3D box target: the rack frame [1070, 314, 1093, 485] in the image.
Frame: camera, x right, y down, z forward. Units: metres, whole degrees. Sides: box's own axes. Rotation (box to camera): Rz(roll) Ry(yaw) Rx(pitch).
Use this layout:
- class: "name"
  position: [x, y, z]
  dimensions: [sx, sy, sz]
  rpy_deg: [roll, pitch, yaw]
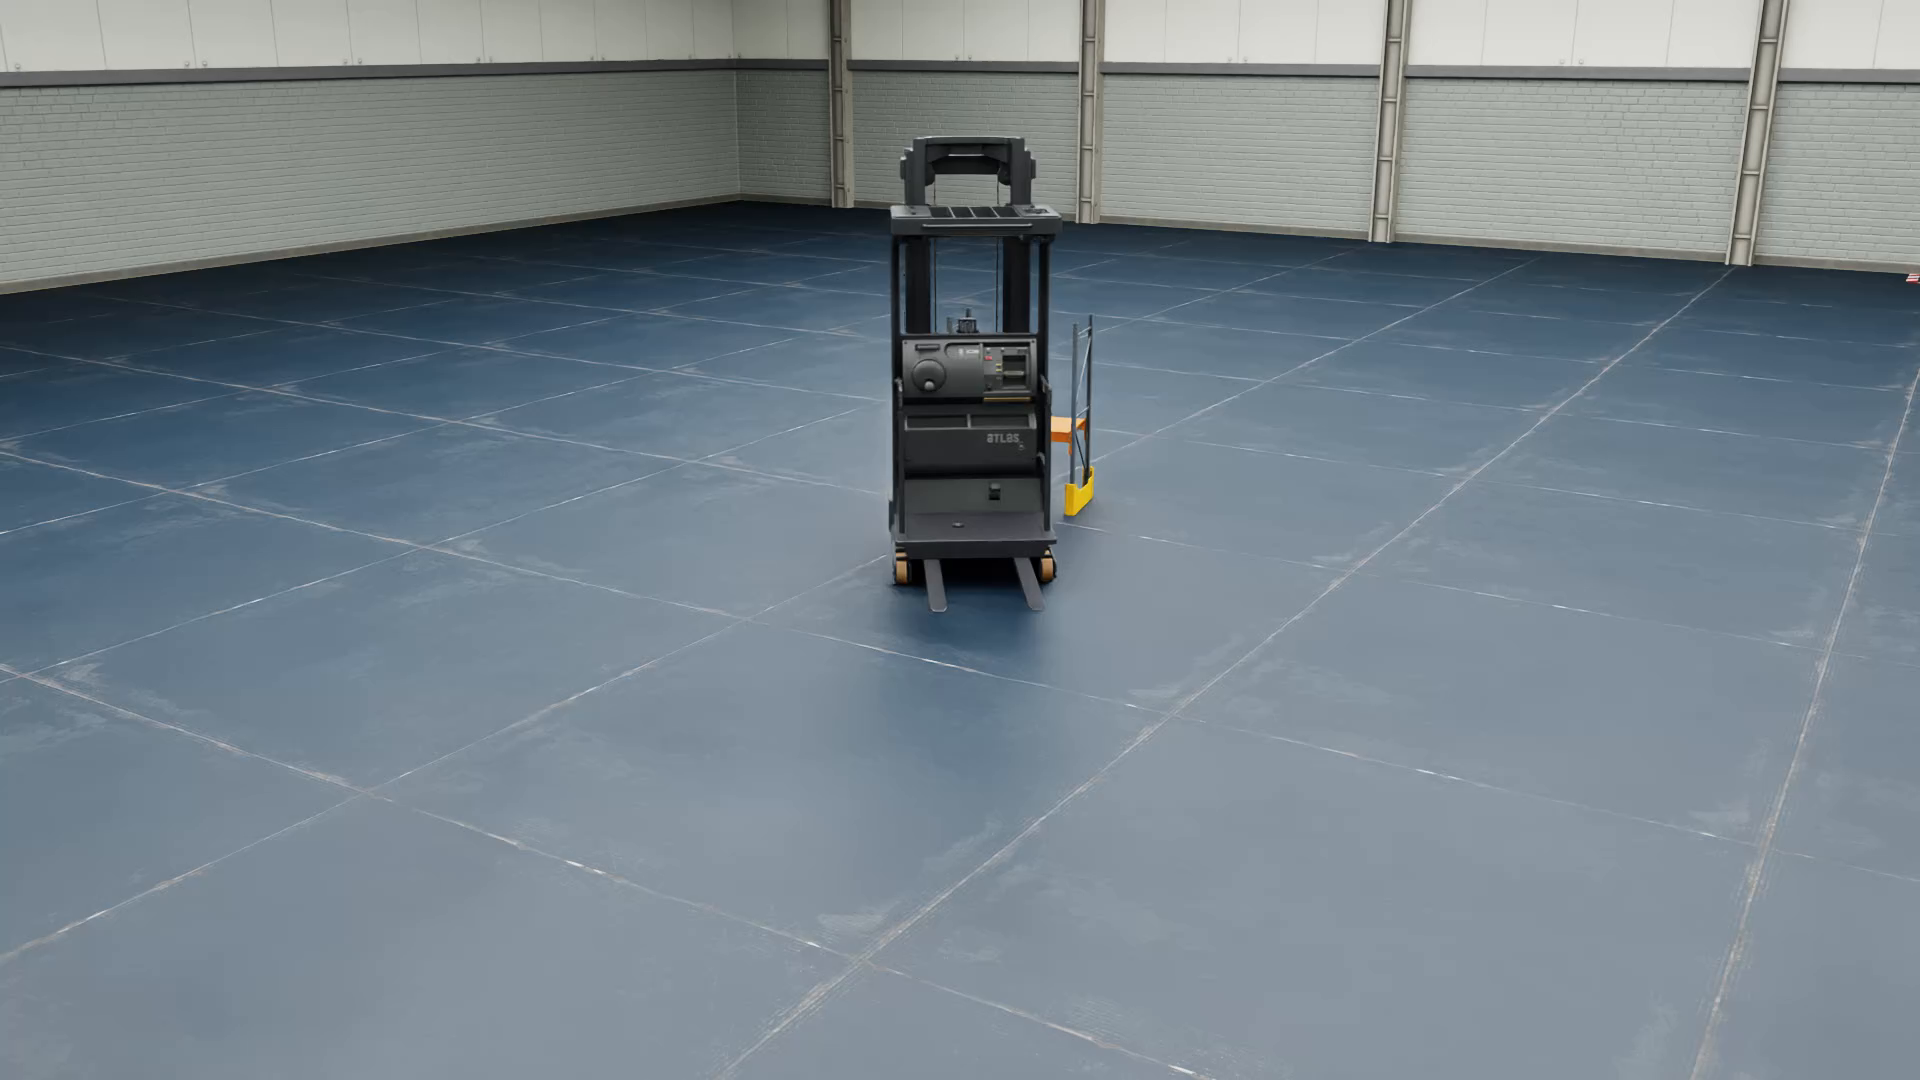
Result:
- class: "rack frame"
  position: [0.954, -0.992, 13.068]
  dimensions: [0.032, 1.500, 0.500]
  rpy_deg: [6, 18, 18]

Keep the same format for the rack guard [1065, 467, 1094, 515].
- class: "rack guard"
  position: [0.953, -0.395, 13.250]
  dimensions: [0.087, 0.250, 0.587]
  rpy_deg: [6, 18, 18]

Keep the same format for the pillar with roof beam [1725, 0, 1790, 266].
- class: "pillar with roof beam"
  position: [10.534, -7.767, 22.468]
  dimensions: [0.400, 9.000, 9.100]
  rpy_deg: [10, 20, 30]

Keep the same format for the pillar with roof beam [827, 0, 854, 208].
- class: "pillar with roof beam"
  position: [-4.804, -10.505, 31.481]
  dimensions: [0.400, 9.000, 9.100]
  rpy_deg: [10, 20, 30]

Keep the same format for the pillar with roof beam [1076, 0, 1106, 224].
- class: "pillar with roof beam"
  position: [0.309, -9.592, 28.477]
  dimensions: [0.400, 9.000, 9.100]
  rpy_deg: [10, 20, 30]

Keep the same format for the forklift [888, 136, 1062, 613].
- class: "forklift"
  position: [0.082, -1.195, 11.271]
  dimensions: [1.130, 2.935, 3.031]
  rpy_deg: [-1, 17, -3]

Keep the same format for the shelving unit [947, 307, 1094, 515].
- class: "shelving unit"
  position: [0.482, -1.040, 13.224]
  dimensions: [1.083, 1.500, 0.587]
  rpy_deg: [6, 18, 18]

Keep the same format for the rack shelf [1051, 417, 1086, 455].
- class: "rack shelf"
  position: [0.474, -0.869, 13.280]
  dimensions: [1.000, 0.185, 0.538]
  rpy_deg: [6, 18, 18]

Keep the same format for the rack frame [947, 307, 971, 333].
- class: "rack frame"
  position: [-0.007, -1.089, 13.387]
  dimensions: [0.032, 1.500, 0.500]
  rpy_deg: [6, 18, 18]

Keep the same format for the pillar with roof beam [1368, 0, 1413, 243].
- class: "pillar with roof beam"
  position: [5.422, -8.679, 25.472]
  dimensions: [0.400, 9.000, 9.100]
  rpy_deg: [10, 20, 30]
